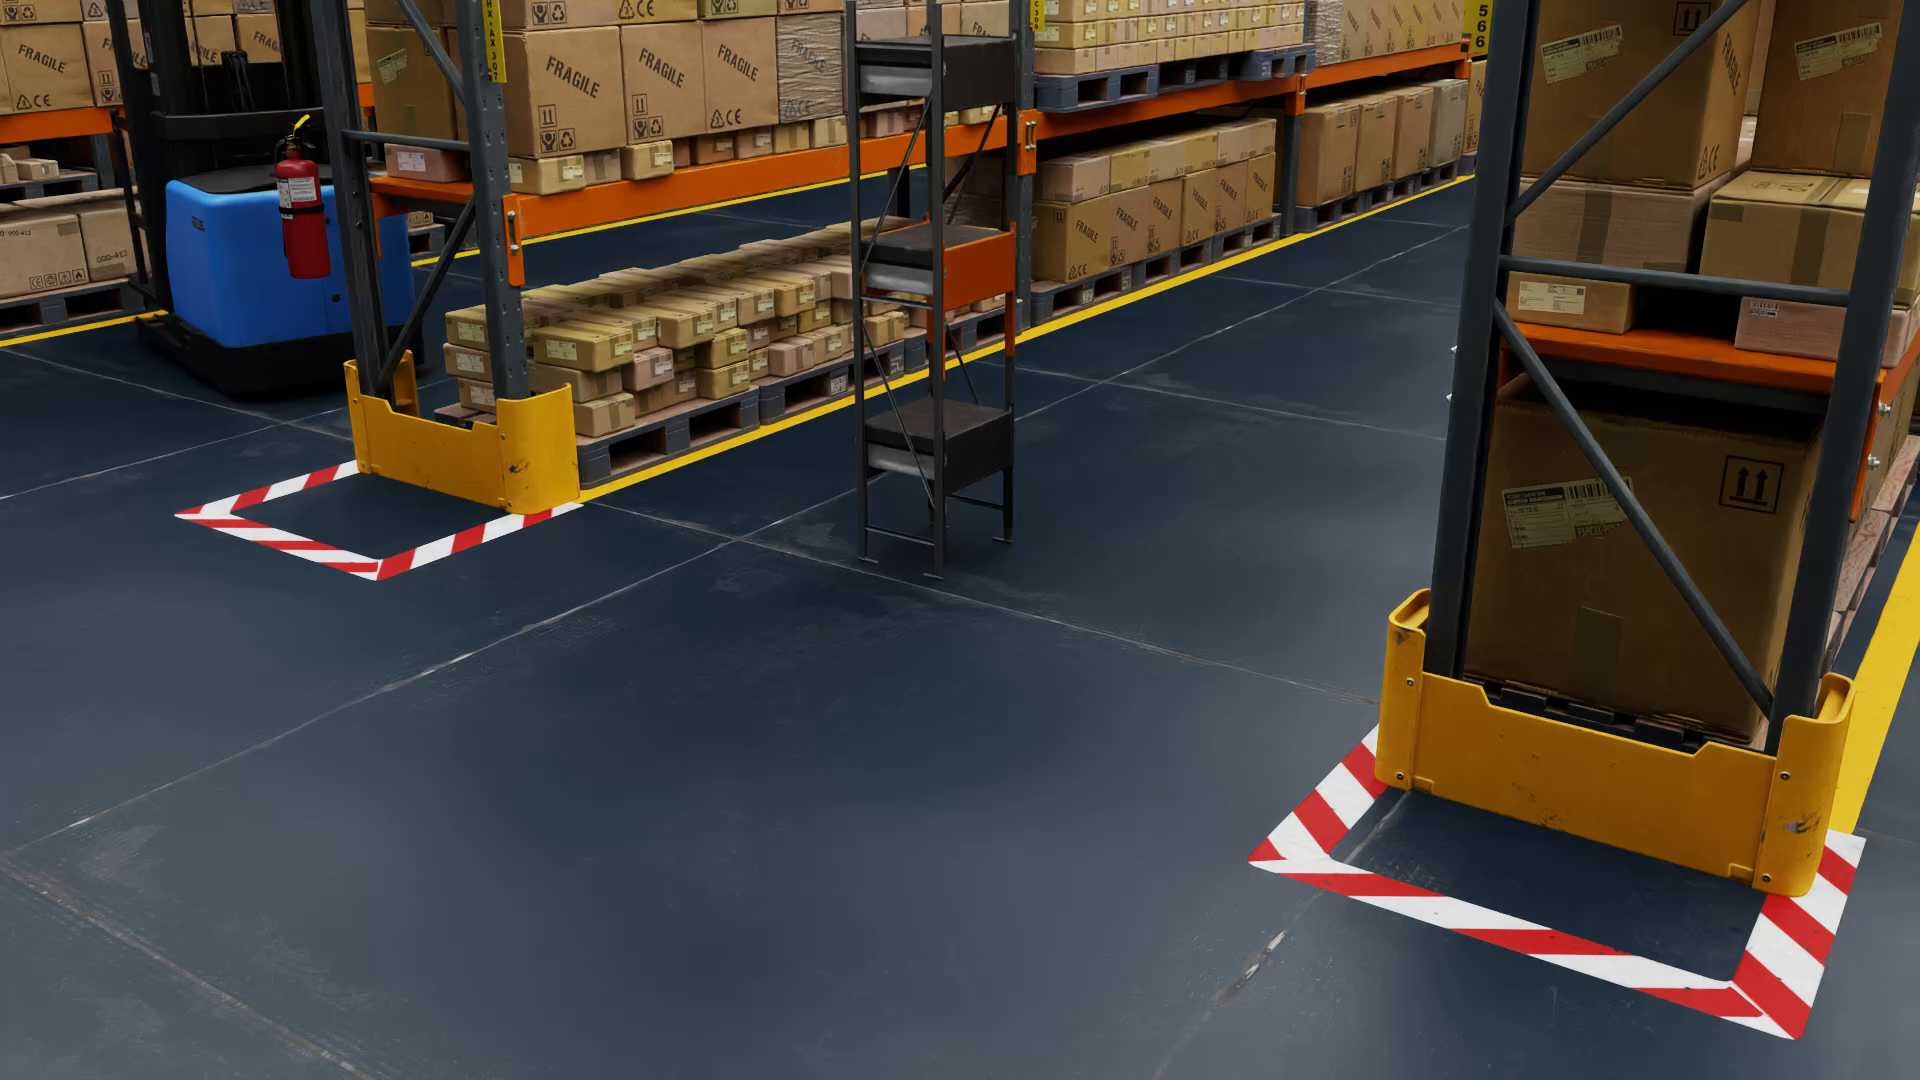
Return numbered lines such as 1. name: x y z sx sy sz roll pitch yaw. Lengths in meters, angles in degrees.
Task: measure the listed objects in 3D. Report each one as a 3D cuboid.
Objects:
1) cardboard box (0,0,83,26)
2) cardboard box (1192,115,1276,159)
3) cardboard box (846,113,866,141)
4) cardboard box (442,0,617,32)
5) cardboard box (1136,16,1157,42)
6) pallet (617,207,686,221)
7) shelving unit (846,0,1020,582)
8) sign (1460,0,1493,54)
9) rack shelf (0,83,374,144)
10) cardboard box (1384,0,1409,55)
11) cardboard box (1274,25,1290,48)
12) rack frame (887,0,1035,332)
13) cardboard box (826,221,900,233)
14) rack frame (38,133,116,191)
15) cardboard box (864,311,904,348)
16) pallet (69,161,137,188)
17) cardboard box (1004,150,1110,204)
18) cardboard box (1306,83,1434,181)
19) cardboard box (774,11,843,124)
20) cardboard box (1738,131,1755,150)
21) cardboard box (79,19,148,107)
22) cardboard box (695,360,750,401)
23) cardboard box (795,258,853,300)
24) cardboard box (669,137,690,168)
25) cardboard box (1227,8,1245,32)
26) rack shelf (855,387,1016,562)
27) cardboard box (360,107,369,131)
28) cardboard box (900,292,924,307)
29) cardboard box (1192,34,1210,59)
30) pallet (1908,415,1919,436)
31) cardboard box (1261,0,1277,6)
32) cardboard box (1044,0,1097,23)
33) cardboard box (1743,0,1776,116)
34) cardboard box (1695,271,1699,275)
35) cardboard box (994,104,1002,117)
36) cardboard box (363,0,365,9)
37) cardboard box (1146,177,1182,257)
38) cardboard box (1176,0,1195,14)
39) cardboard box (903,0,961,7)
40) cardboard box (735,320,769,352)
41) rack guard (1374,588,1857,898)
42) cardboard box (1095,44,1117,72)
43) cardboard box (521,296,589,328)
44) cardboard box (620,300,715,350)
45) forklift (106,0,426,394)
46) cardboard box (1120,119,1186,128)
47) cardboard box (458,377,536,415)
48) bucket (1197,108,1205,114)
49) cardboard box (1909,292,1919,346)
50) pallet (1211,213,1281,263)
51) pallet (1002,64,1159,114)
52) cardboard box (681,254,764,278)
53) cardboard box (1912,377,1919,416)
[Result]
1. cardboard box: -5.620 -3.328 9.854 0.500 0.500 0.500 13 24 30
2. cardboard box: 2.070 -3.069 12.654 0.500 0.250 0.500 13 24 31
3. cardboard box: -0.713 -2.171 8.672 0.380 0.149 0.250 13 24 31
4. cardboard box: -1.788 -2.377 6.852 0.500 0.500 0.500 13 24 31
5. cardboard box: 1.025 -3.257 10.576 0.380 0.149 0.250 12 24 30
6. pallet: -3.105 -3.008 14.593 1.003 0.211 1.213 13 24 32
7. shelving unit: -0.093 -0.937 6.272 0.431 2.100 0.503 13 24 32
8. sign: 1.345 -1.412 4.248 0.100 0.325 0.005 13 24 32
9. rack shelf: -5.286 -2.817 11.094 1.077 0.370 4.000 13 24 32
10. cardboard box: 3.563 -4.496 14.452 0.500 0.500 0.500 13 24 31
11. cardboard box: 2.199 -3.717 12.246 0.380 0.149 0.250 13 24 32
12. rack frame: -0.011 -2.792 9.989 1.000 3.000 0.127 13 24 32
13. cardboard box: -0.580 -1.805 9.967 0.380 0.149 0.250 15 25 34
14. rack frame: -8.269 -4.695 15.135 1.000 3.000 0.127 13 24 32
15. cardboard box: -0.531 -1.176 9.124 0.380 0.149 0.250 13 24 32
16. pallet: -7.843 -3.628 16.269 1.003 0.211 1.213 13 24 32
17. cardboard box: 0.623 -2.329 10.654 0.500 0.250 0.500 12 23 29
18. cardboard box: 3.666 -3.757 15.237 1.050 0.750 0.750 13 24 32
19. cardboard box: -0.932 -2.350 8.220 0.500 0.500 0.500 13 24 30
20. cardboard box: 2.410 -1.199 5.471 0.500 0.250 0.500 12 24 30
21. cardboard box: -5.341 -3.002 10.414 0.500 0.500 0.500 13 24 32
22. cardboard box: -1.253 -0.808 8.129 0.380 0.149 0.250 14 24 32
23. cardboard box: -0.668 -1.389 8.844 0.380 0.149 0.250 12 24 30
24. cardboard box: -1.470 -1.804 7.681 0.380 0.149 0.250 15 25 34
25. cardboard box: 1.759 -3.632 11.589 0.380 0.149 0.250 13 24 31
26. rack shelf: -0.093 -0.268 6.520 0.431 0.518 0.480 13 24 32
27. cardboard box: -6.370 -4.563 17.774 0.500 0.500 0.500 13 24 31
28. cardboard box: -0.425 -1.426 9.371 0.380 0.149 0.250 14 24 32
29. cardboard box: 1.465 -3.342 11.232 0.380 0.149 0.250 12 23 29
30. pallet: 4.406 -0.724 8.418 1.003 0.211 1.213 13 24 32
31. cardboard box: 2.051 -3.921 11.941 0.380 0.149 0.250 14 25 33
32. cardboard box: 0.591 -3.173 9.920 0.380 0.149 0.250 15 25 35
33. cardboard box: 2.982 -1.839 6.119 0.500 0.500 0.500 12 24 30
34. cardboard box: 2.142 -0.915 5.277 0.380 0.149 0.250 14 24 33
35. cardboard box: 0.022 -2.546 9.688 0.380 0.149 0.250 13 24 31
36. cardboard box: -4.198 -4.055 11.818 0.500 0.500 0.500 13 24 31
37. cardboard box: 1.203 -2.282 11.608 0.500 0.500 0.500 14 24 33
38. cardboard box: 1.317 -3.545 10.923 0.380 0.149 0.250 14 25 34
39. cardboard box: -0.338 -3.110 8.836 0.500 0.500 0.500 12 24 30
40. cardboard box: -1.183 -1.046 8.344 0.380 0.149 0.250 12 23 29
41. rack guard: 1.772 0.531 4.608 1.175 0.500 0.348 13 24 32
42. cardboard box: 0.742 -2.975 10.241 0.380 0.149 0.250 14 24 33
43. cardboard box: -1.983 -1.045 7.914 0.380 0.149 0.250 14 24 33
44. cardboard box: -1.381 -1.017 7.837 0.380 0.149 0.250 13 24 32
45. forklift: -4.263 -2.583 9.522 1.130 2.935 3.031 -15 25 -35
46. cardboard box: 1.365 -3.020 12.522 0.500 0.250 0.500 13 24 31
47. cardboard box: -2.136 -0.696 7.826 0.380 0.149 0.250 14 24 33
48. bucket: 2.656 -4.754 17.820 0.620 0.611 0.726 -24 30 -29
49. cardboard box: 2.401 -0.642 4.538 0.380 0.149 0.250 13 24 31
50. pallet: 1.797 -2.408 12.970 1.003 0.211 1.213 13 24 32
51. pallet: 0.539 -2.893 10.538 1.003 0.211 1.213 13 24 32
52. cardboard box: -1.276 -1.429 8.951 0.380 0.149 0.250 13 24 32
53. cardboard box: 4.378 -1.184 8.098 1.225 0.875 0.875 13 24 32
